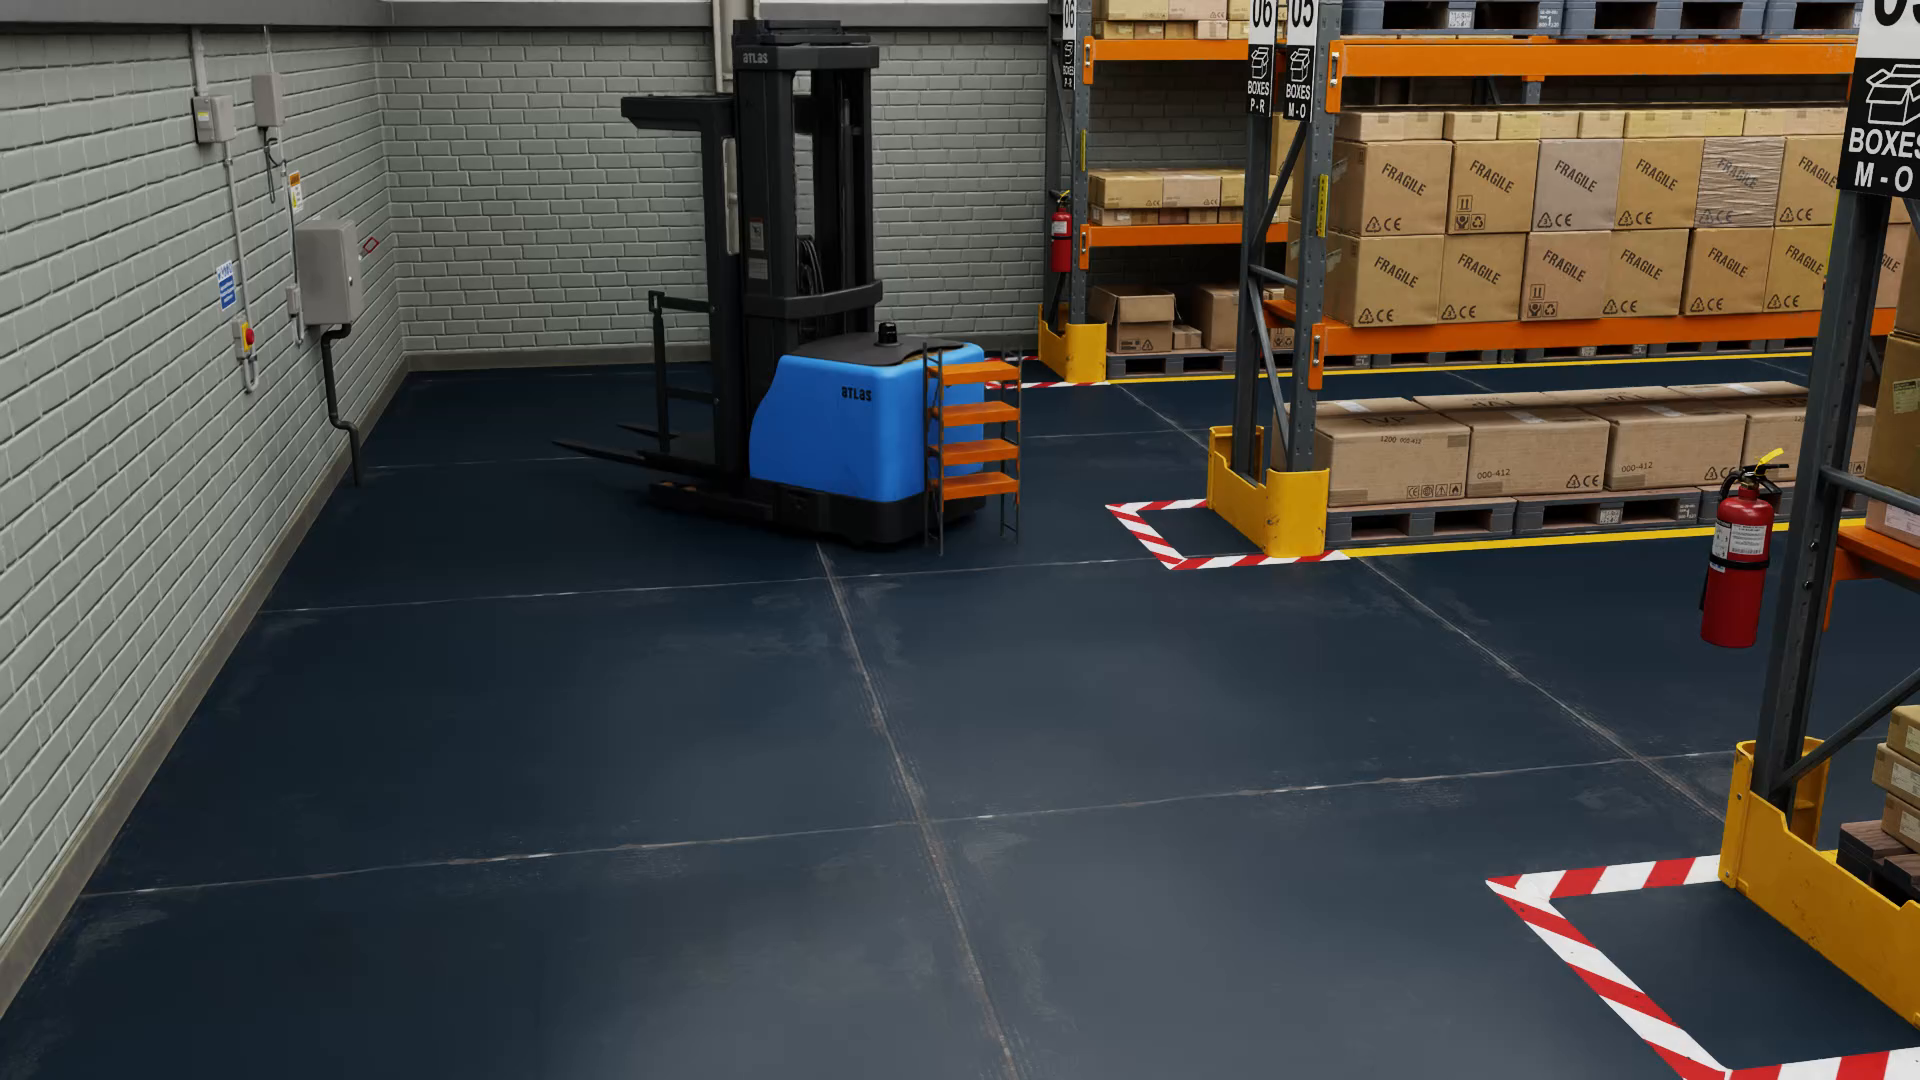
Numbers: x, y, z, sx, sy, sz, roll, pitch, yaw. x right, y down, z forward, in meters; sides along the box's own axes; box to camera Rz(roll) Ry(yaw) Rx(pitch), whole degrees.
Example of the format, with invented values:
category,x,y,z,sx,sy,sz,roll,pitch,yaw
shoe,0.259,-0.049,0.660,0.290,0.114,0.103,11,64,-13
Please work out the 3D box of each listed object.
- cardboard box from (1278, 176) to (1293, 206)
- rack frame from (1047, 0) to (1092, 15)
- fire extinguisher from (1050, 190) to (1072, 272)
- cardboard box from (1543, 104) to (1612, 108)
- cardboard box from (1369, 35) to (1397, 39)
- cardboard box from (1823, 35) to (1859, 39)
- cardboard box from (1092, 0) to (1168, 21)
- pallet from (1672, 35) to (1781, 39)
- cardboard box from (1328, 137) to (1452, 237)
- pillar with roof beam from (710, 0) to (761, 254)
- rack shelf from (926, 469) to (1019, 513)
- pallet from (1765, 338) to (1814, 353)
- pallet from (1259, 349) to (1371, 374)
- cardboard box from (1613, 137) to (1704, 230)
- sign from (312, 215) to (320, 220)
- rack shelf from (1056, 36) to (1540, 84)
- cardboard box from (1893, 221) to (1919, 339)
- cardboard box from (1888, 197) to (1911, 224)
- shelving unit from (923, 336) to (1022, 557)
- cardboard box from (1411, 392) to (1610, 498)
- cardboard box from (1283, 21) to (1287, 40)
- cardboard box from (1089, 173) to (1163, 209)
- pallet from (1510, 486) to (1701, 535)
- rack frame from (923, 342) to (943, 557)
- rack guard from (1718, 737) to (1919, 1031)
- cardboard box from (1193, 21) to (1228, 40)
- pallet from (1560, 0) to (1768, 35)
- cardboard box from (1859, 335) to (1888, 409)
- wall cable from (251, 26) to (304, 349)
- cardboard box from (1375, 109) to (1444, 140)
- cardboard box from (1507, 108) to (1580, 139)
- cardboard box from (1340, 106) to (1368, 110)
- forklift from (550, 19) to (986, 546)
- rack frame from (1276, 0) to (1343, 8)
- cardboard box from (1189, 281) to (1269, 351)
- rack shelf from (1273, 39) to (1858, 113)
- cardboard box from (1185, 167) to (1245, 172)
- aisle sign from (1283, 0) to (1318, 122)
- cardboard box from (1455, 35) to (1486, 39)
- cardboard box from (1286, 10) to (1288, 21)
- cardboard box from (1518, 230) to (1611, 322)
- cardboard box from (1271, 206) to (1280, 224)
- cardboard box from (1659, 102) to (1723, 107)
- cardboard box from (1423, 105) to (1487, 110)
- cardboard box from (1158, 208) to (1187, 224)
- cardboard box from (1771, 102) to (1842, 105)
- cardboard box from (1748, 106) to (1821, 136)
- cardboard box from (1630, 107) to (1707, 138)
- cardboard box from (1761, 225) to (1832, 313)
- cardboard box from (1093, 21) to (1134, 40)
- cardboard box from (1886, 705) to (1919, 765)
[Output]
category,x,y,z,sx,sy,sz,roll,pitch,yaw
cardboard box,2.890,-3.047,14.371,0.500,0.250,0.500,-4,17,-12
rack frame,0.904,-5.804,13.383,0.127,3.000,1.000,-3,17,-10
fire extinguisher,0.847,-2.580,13.870,0.183,0.674,0.296,-3,17,-10
cardboard box,3.667,-2.516,9.915,0.250,0.149,0.380,-3,17,-9
cardboard box,3.518,-4.324,14.100,0.250,0.149,0.380,-3,17,-9
cardboard box,7.807,-4.618,14.884,0.500,0.250,0.500,-3,17,-10
cardboard box,1.391,-4.387,13.626,0.500,0.250,0.500,-3,17,-11
pallet,6.502,-4.578,14.820,1.003,0.211,1.213,-3,17,-10
cardboard box,2.374,-1.976,9.264,0.500,0.500,0.500,-4,17,-12
pillar with roof beam,-1.098,-4.673,9.700,0.400,9.000,9.100,-3,17,-10
rack shelf,0.070,-0.283,9.597,0.480,0.148,0.258,-7,19,-23
pallet,8.018,-2.019,16.024,1.213,0.211,1.003,-3,17,-10
pallet,2.956,-1.719,15.051,1.213,0.211,1.003,-3,17,-10
cardboard box,3.874,-2.066,9.556,0.500,0.500,0.500,-3,17,-10
sign,-4.235,-1.884,11.000,0.001,0.494,0.329,-3,17,-10
rack shelf,2.867,-4.138,14.292,4.000,0.370,1.077,-3,17,-10
cardboard box,3.289,-0.850,5.090,0.500,0.500,0.500,-4,17,-12
cardboard box,5.365,-2.149,9.825,0.500,0.500,0.500,-3,17,-11
shelving unit,0.070,-0.538,9.518,0.503,1.200,0.258,-7,19,-23
cardboard box,3.375,-0.601,10.308,0.875,0.438,0.875,-3,17,-9
cardboard box,2.784,-4.259,13.887,0.250,0.149,0.380,-3,17,-10
cardboard box,1.400,-2.955,14.072,0.500,0.250,0.500,-3,17,-10
pallet,3.815,-0.307,10.452,1.213,0.211,1.003,-3,17,-10
rack frame,-0.153,-0.509,9.425,0.015,1.200,0.240,-7,19,-23
rack guard,2.962,1.106,5.359,0.348,0.500,1.175,-3,17,-10
cardboard box,2.032,-4.217,13.751,0.250,0.149,0.380,-3,17,-9
pallet,3.776,-3.011,9.547,1.213,0.211,1.003,-3,17,-10
cardboard box,6.370,-0.971,10.769,0.875,0.875,0.875,-3,17,-9
wall cable,-3.963,-2.079,9.741,0.122,1.984,0.588,-3,17,-10
cardboard box,2.494,-2.317,9.268,0.250,0.149,0.380,-3,17,-9
cardboard box,3.274,-2.348,9.369,0.250,0.149,0.380,-3,17,-10
cardboard box,2.163,-2.420,9.602,0.250,0.149,0.380,-3,17,-10
forklift,-1.340,-1.682,10.297,3.031,2.935,1.130,12,21,33
rack frame,1.849,-4.374,8.725,0.127,3.000,1.000,-3,17,-10
cardboard box,2.369,-1.986,14.710,0.500,0.500,0.700,-3,17,-8
rack shelf,3.813,-2.707,9.634,4.000,0.370,1.077,-3,17,-10
cardboard box,2.299,-3.164,14.753,0.500,0.250,0.500,-3,17,-9
aisle sign,1.833,-2.661,8.939,0.004,0.787,0.394,-3,17,-10
cardboard box,4.293,-4.355,14.202,0.250,0.149,0.380,-3,17,-11
cardboard box,2.895,-4.482,13.934,0.500,0.250,0.500,-4,17,-11
cardboard box,3.369,-1.557,9.602,0.500,0.500,0.500,-3,17,-11
cardboard box,2.553,-2.813,14.290,0.250,0.149,0.380,-4,17,-12
cardboard box,4.404,-2.574,10.105,0.250,0.149,0.380,-4,17,-12
cardboard box,2.901,-2.481,9.804,0.250,0.149,0.380,-3,17,-9
cardboard box,1.771,-2.808,14.273,0.250,0.149,0.380,-3,17,-11
cardboard box,5.169,-2.603,10.199,0.250,0.149,0.380,-3,17,-10
cardboard box,4.763,-2.442,9.675,0.250,0.149,0.380,-3,17,-11
cardboard box,4.029,-2.385,9.489,0.250,0.149,0.380,-3,17,-10
cardboard box,4.865,-1.647,9.894,0.500,0.500,0.500,-4,17,-12
cardboard box,1.261,-4.201,13.700,0.250,0.149,0.380,-3,17,-9
cardboard box,3.359,0.691,5.582,0.250,0.149,0.380,-3,17,-10
